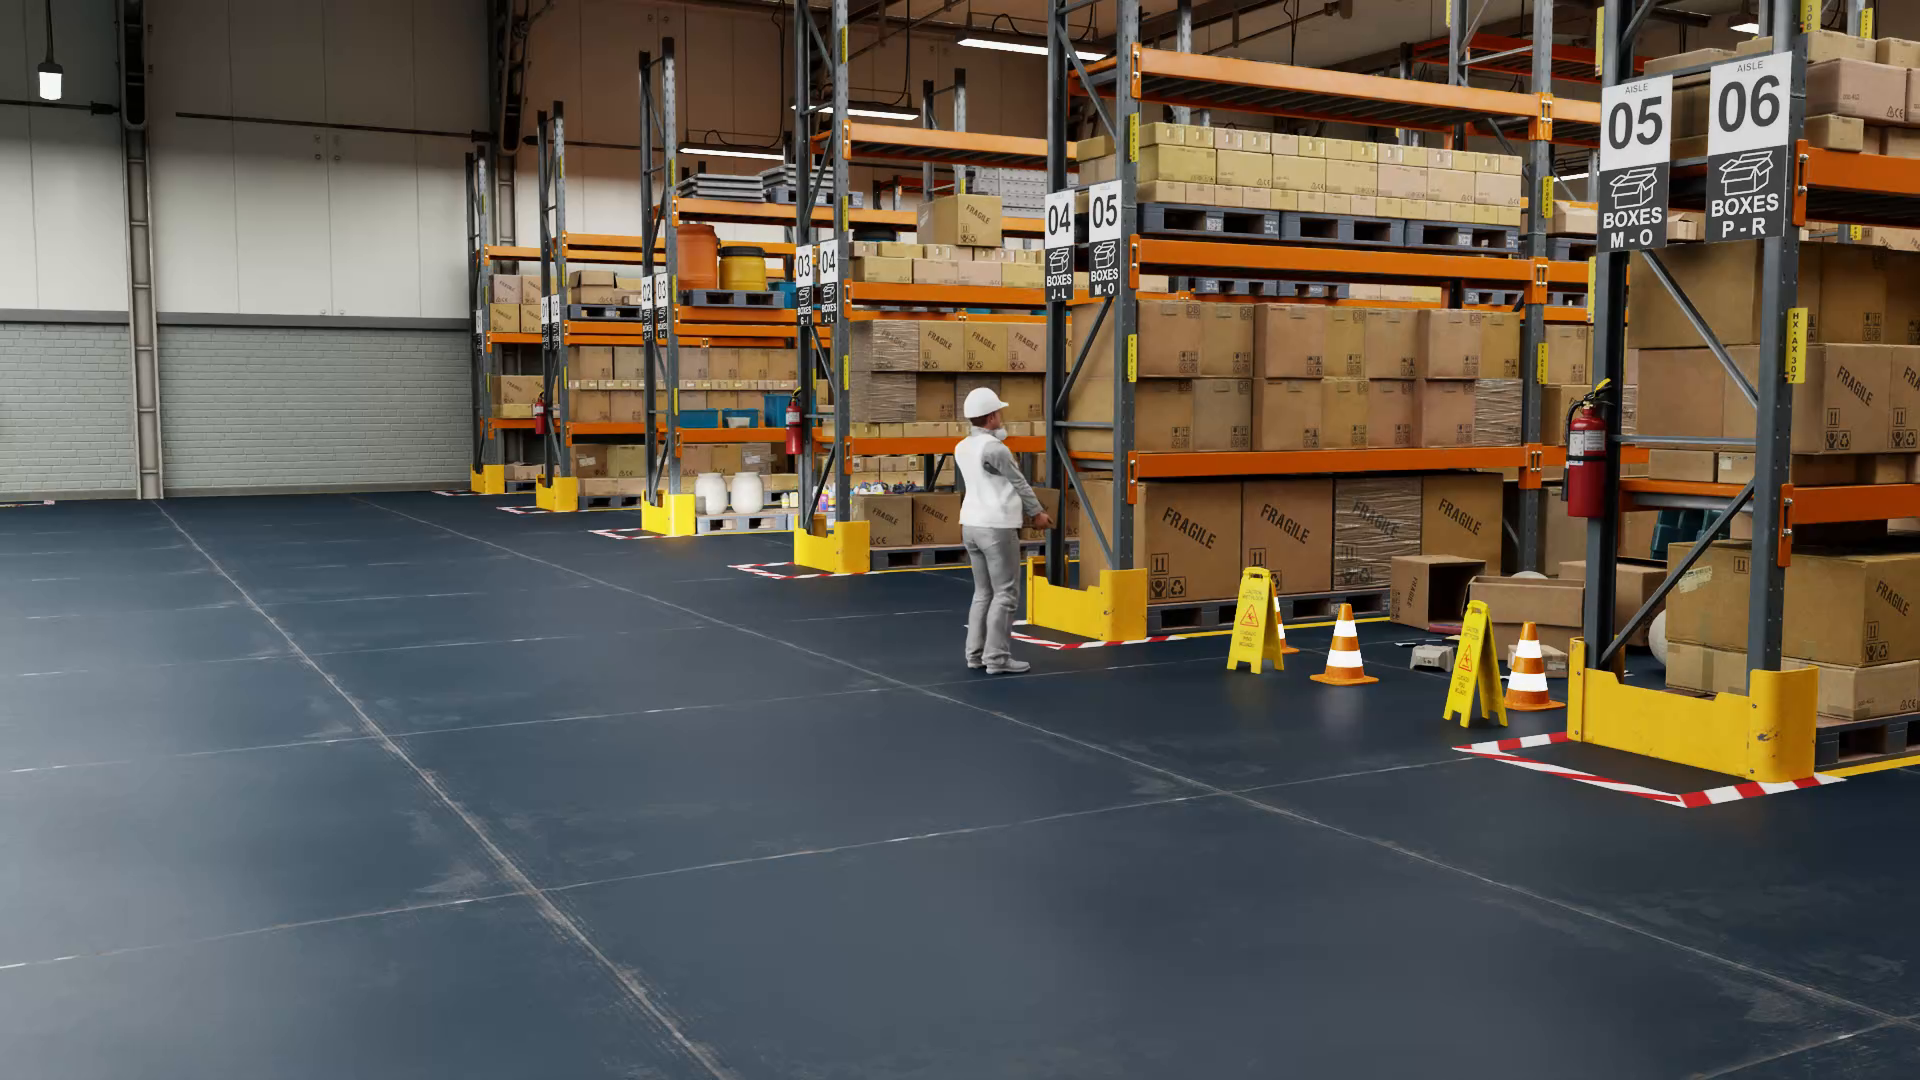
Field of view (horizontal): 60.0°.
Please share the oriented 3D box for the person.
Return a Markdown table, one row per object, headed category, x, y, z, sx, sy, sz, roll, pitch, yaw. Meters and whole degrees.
| category | x | y | z | sx | sy | sz | roll | pitch | yaw |
| --- | --- | --- | --- | --- | --- | --- | --- | --- | --- |
| person | 0.275 | -0.069 | 10.428 | 0.548 | 1.764 | 0.494 | -3 | 6 | -28 |
